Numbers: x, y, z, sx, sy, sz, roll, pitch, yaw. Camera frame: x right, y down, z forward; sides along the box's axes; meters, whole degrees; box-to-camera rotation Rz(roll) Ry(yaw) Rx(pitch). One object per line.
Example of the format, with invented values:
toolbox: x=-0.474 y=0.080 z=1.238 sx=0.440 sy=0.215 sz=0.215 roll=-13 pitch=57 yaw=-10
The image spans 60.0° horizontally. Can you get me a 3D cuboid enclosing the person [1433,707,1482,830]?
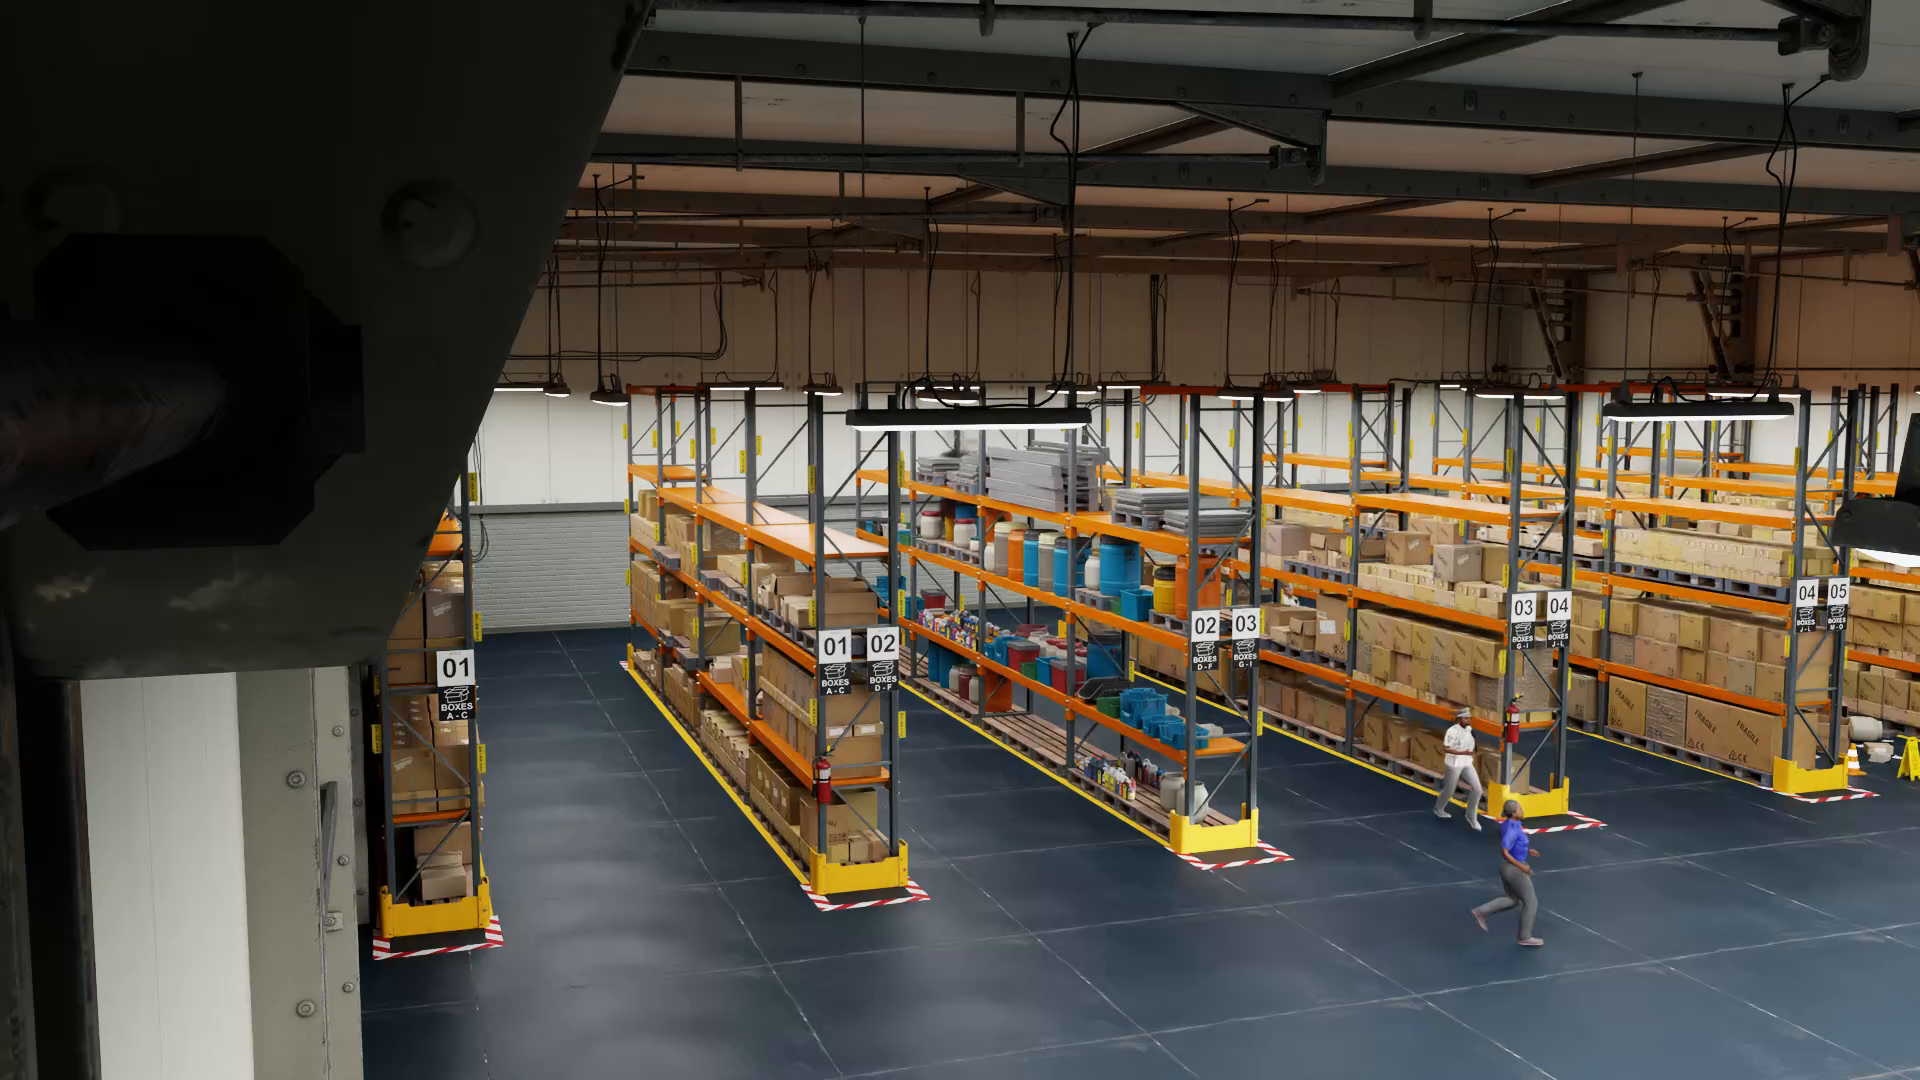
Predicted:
person: x=6.874 y=3.136 z=23.001 sx=0.580 sy=1.728 sz=0.797 roll=-3 pitch=7 yaw=-25

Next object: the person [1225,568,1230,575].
person: x=6.148 y=1.542 z=38.745 sx=0.711 sy=1.605 sz=0.719 roll=-2 pitch=6 yaw=-21

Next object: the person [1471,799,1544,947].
person: x=6.036 y=3.643 z=18.249 sx=0.769 sy=1.616 sz=0.586 roll=1 pitch=6 yaw=7

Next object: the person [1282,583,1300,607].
person: x=7.143 y=1.767 z=36.136 sx=0.626 sy=1.668 sz=0.829 roll=-2 pitch=6 yaw=-19
